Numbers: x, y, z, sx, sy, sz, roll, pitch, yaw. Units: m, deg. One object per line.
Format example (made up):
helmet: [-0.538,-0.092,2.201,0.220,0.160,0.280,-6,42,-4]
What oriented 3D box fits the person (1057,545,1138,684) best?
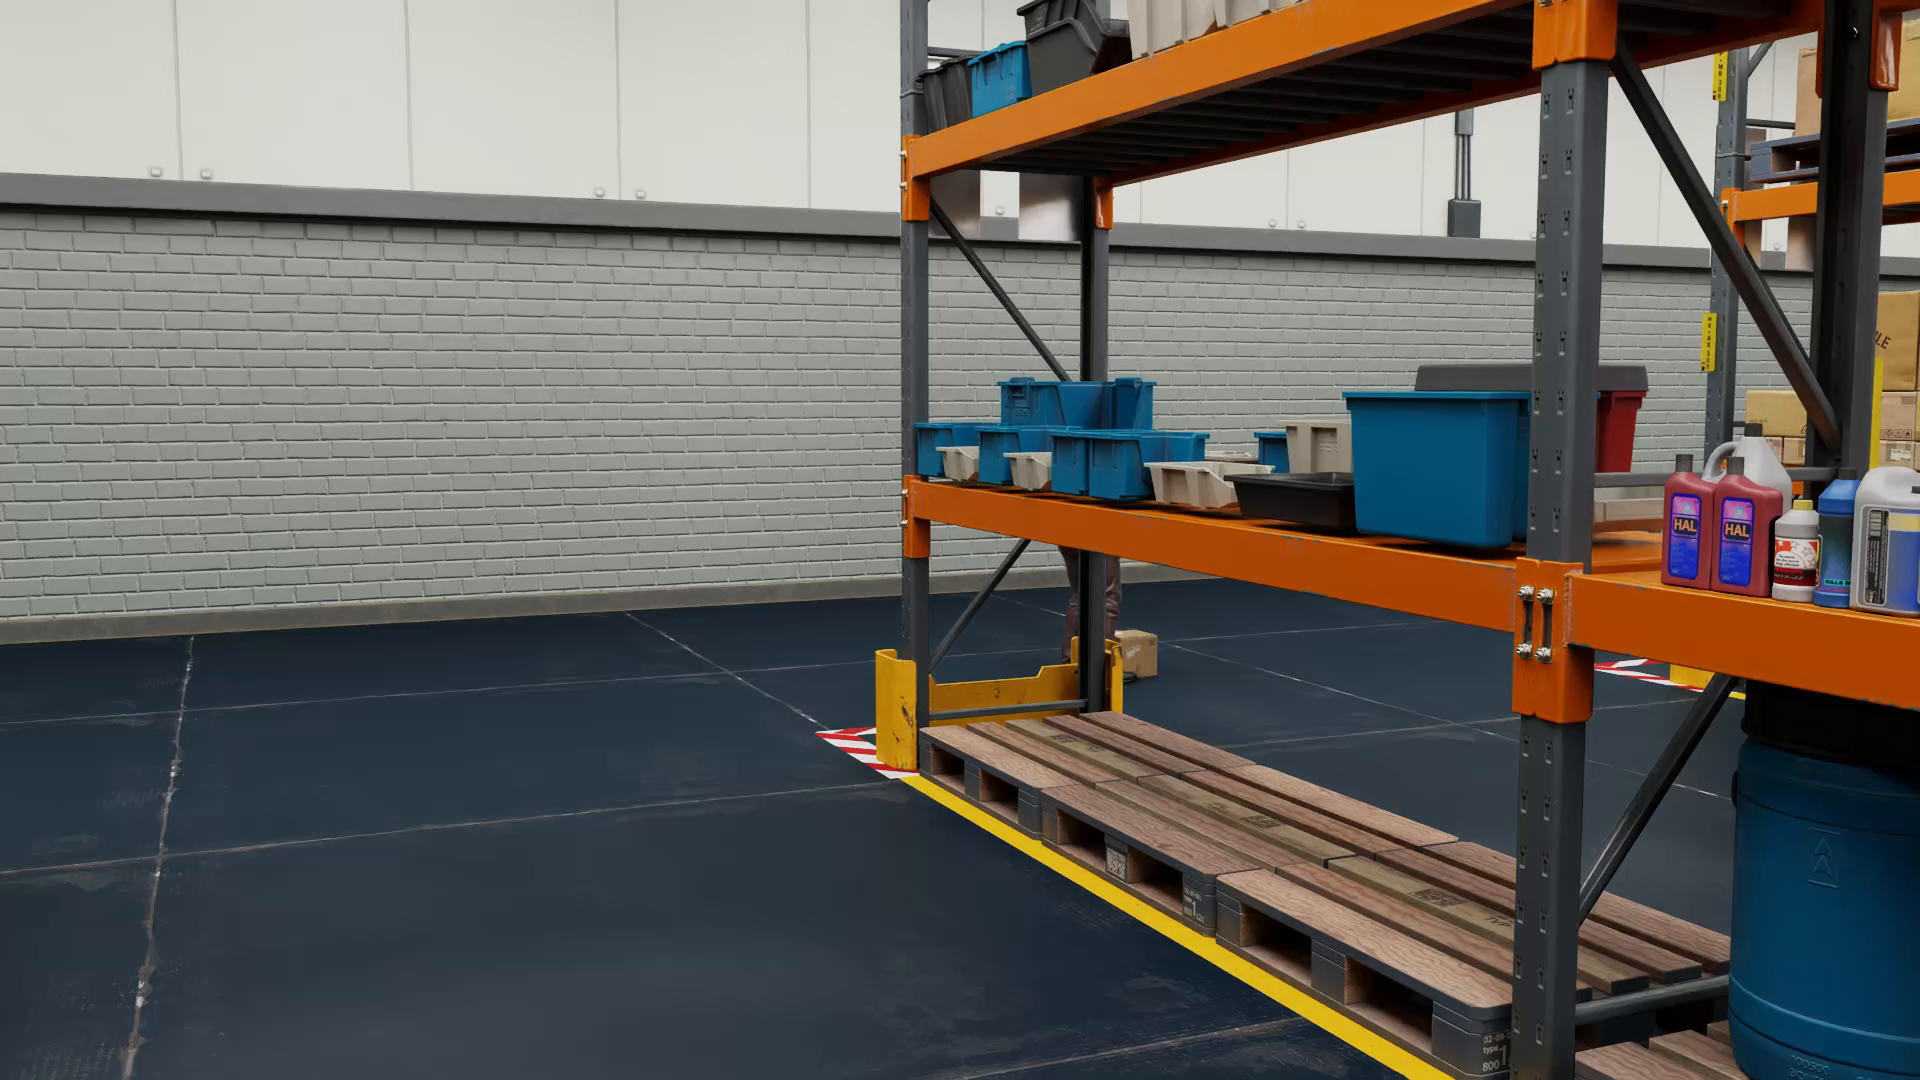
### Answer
person: [0.748,-0.035,9.762,0.420,1.720,0.575,-3,6,-26]
